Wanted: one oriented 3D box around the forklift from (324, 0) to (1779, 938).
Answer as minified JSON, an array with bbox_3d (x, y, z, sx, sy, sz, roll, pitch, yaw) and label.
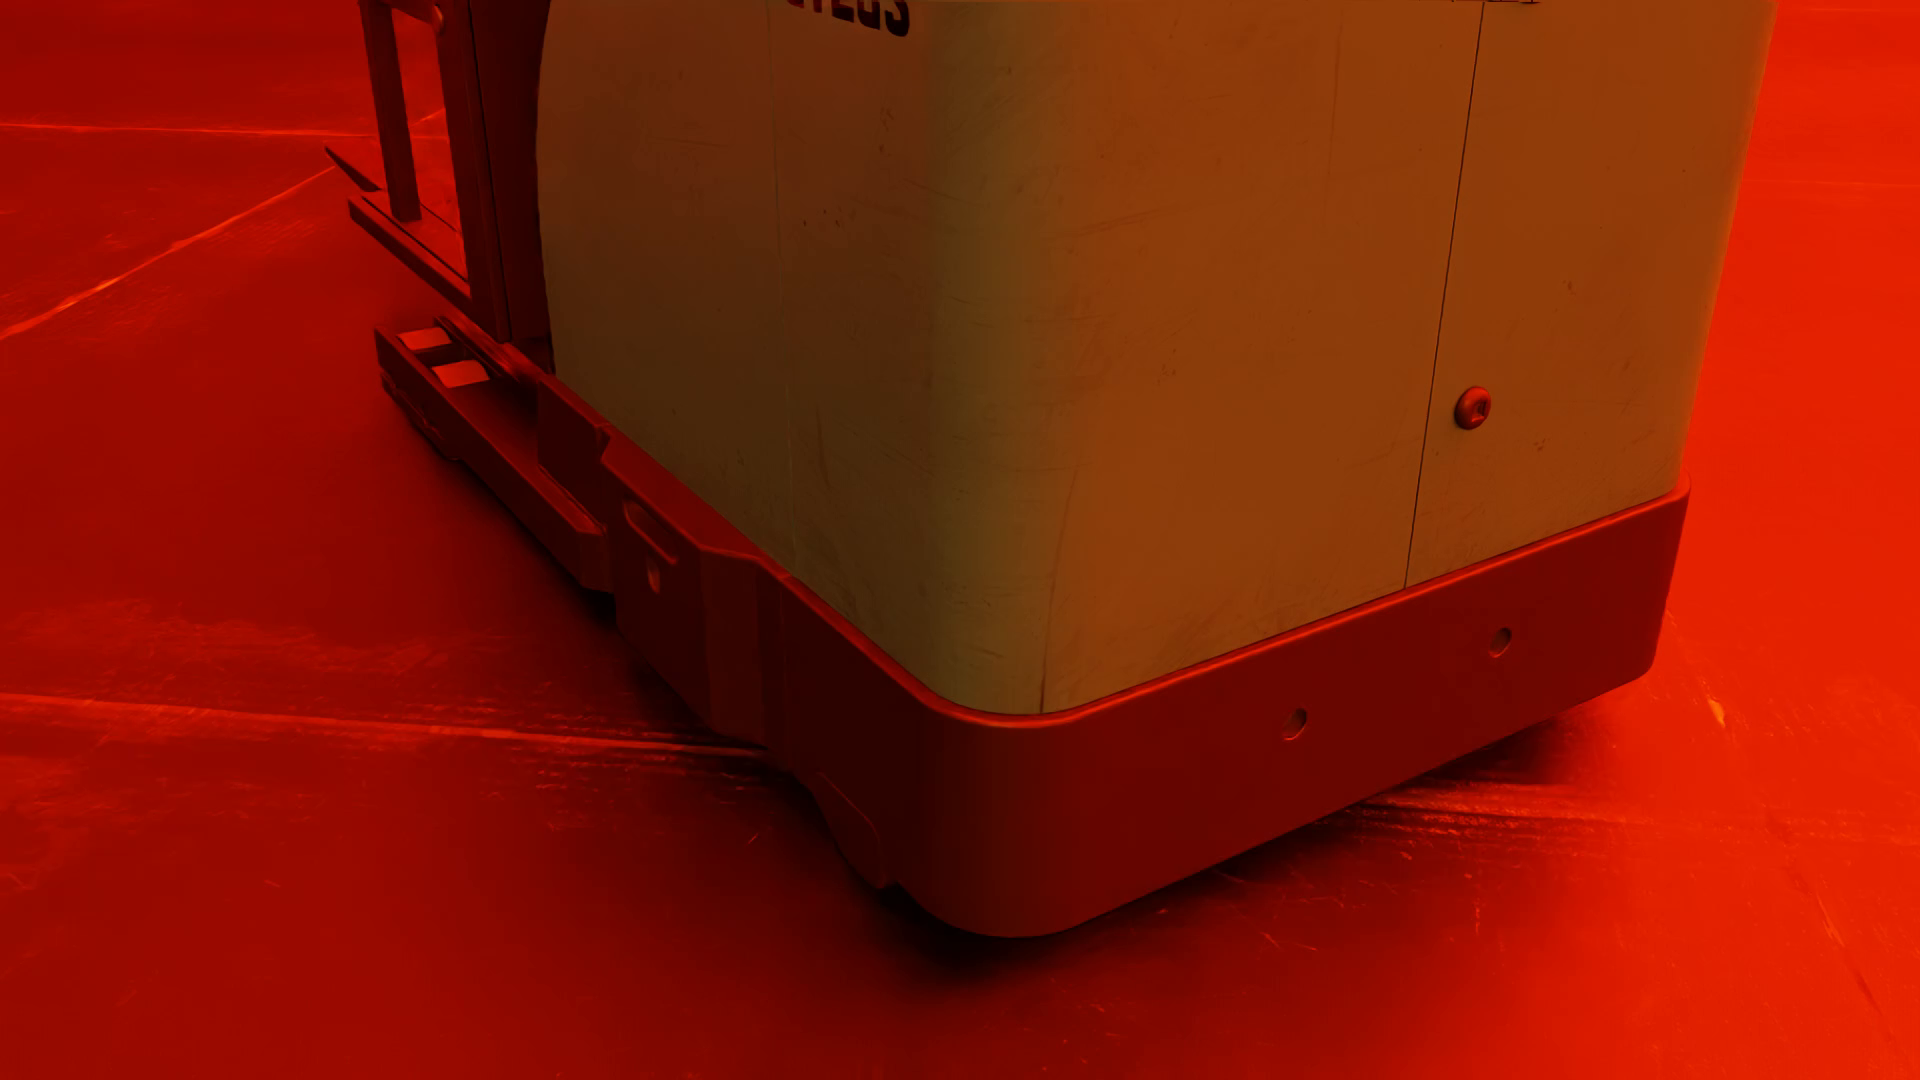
[{"bbox_3d":[-0.360,-1.545,2.314,1.130,2.935,3.031,-16,31,-29],"label":"forklift"}]
